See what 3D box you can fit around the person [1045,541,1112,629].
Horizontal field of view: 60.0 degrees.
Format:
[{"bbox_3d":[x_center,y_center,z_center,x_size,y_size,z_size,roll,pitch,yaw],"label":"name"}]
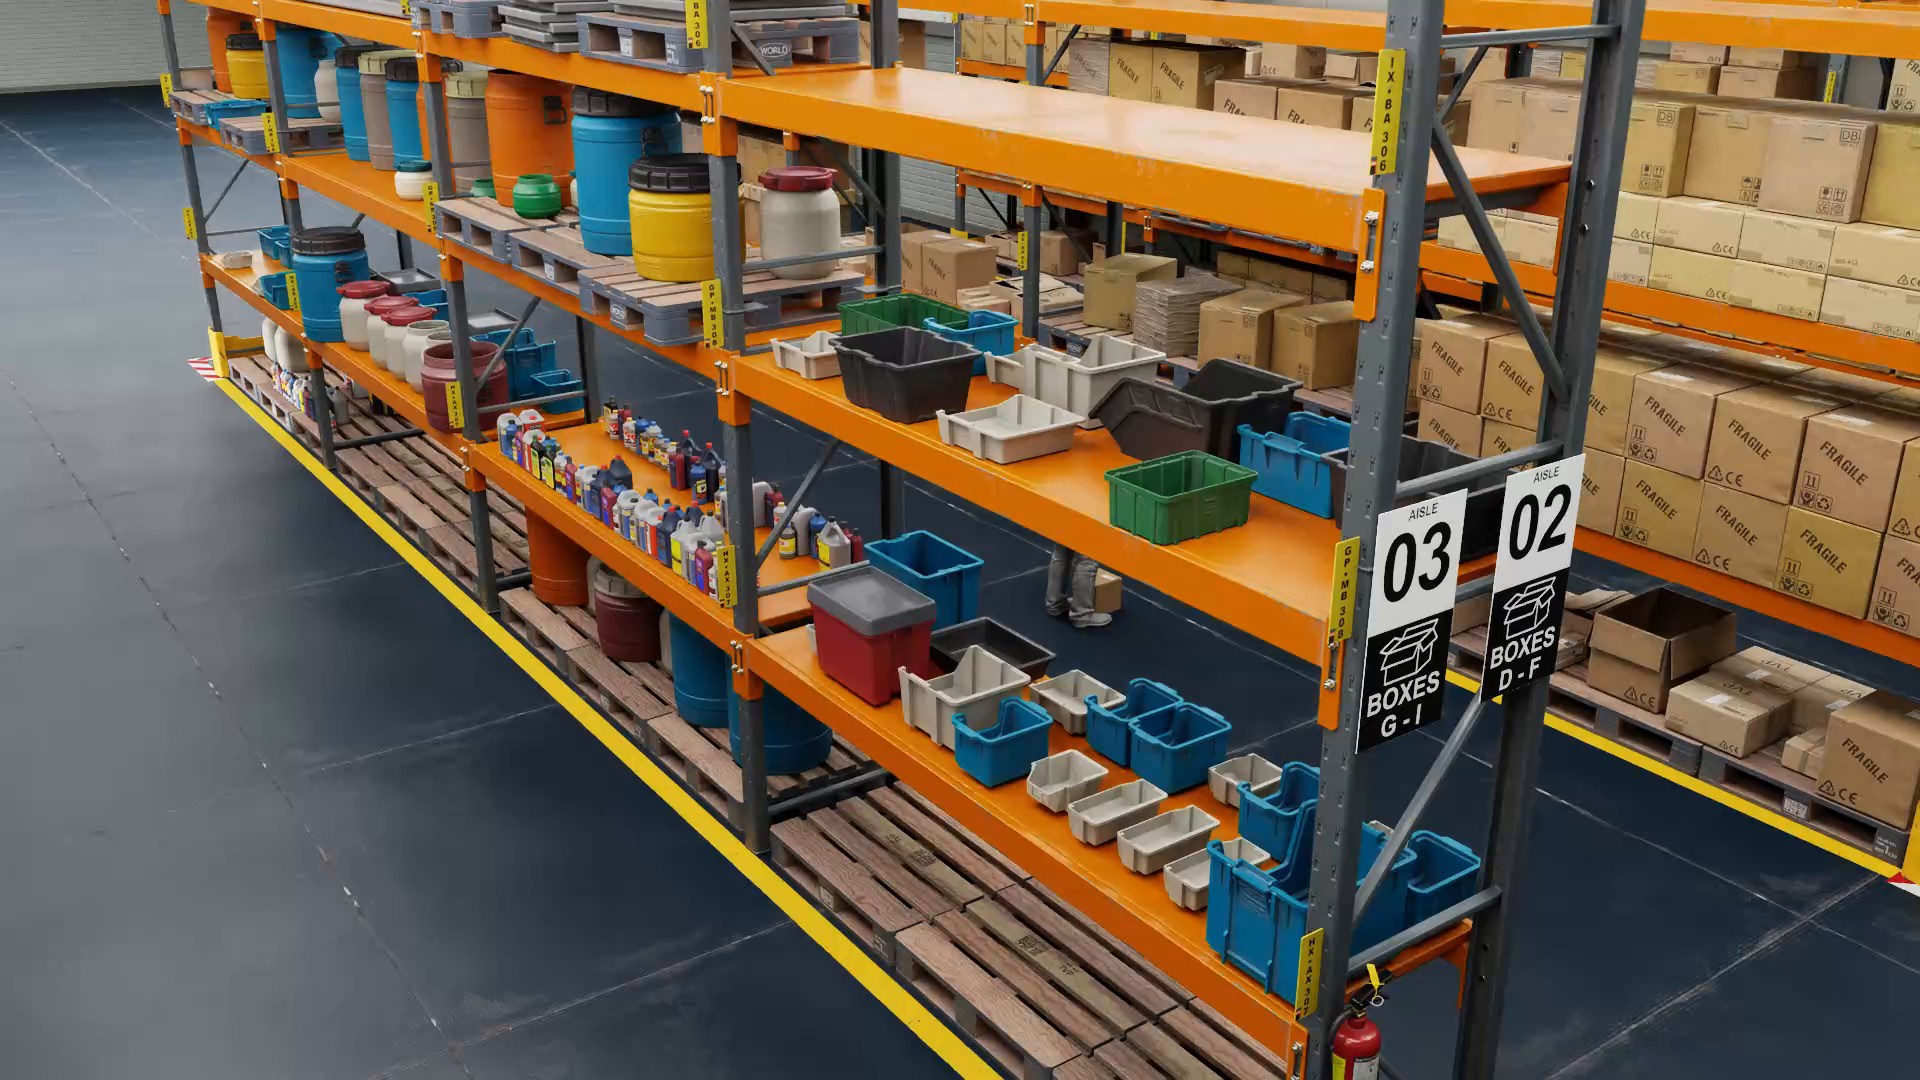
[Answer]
[{"bbox_3d":[0.803,-0.267,11.734,0.460,1.772,0.581,-14,25,-33],"label":"person"}]
